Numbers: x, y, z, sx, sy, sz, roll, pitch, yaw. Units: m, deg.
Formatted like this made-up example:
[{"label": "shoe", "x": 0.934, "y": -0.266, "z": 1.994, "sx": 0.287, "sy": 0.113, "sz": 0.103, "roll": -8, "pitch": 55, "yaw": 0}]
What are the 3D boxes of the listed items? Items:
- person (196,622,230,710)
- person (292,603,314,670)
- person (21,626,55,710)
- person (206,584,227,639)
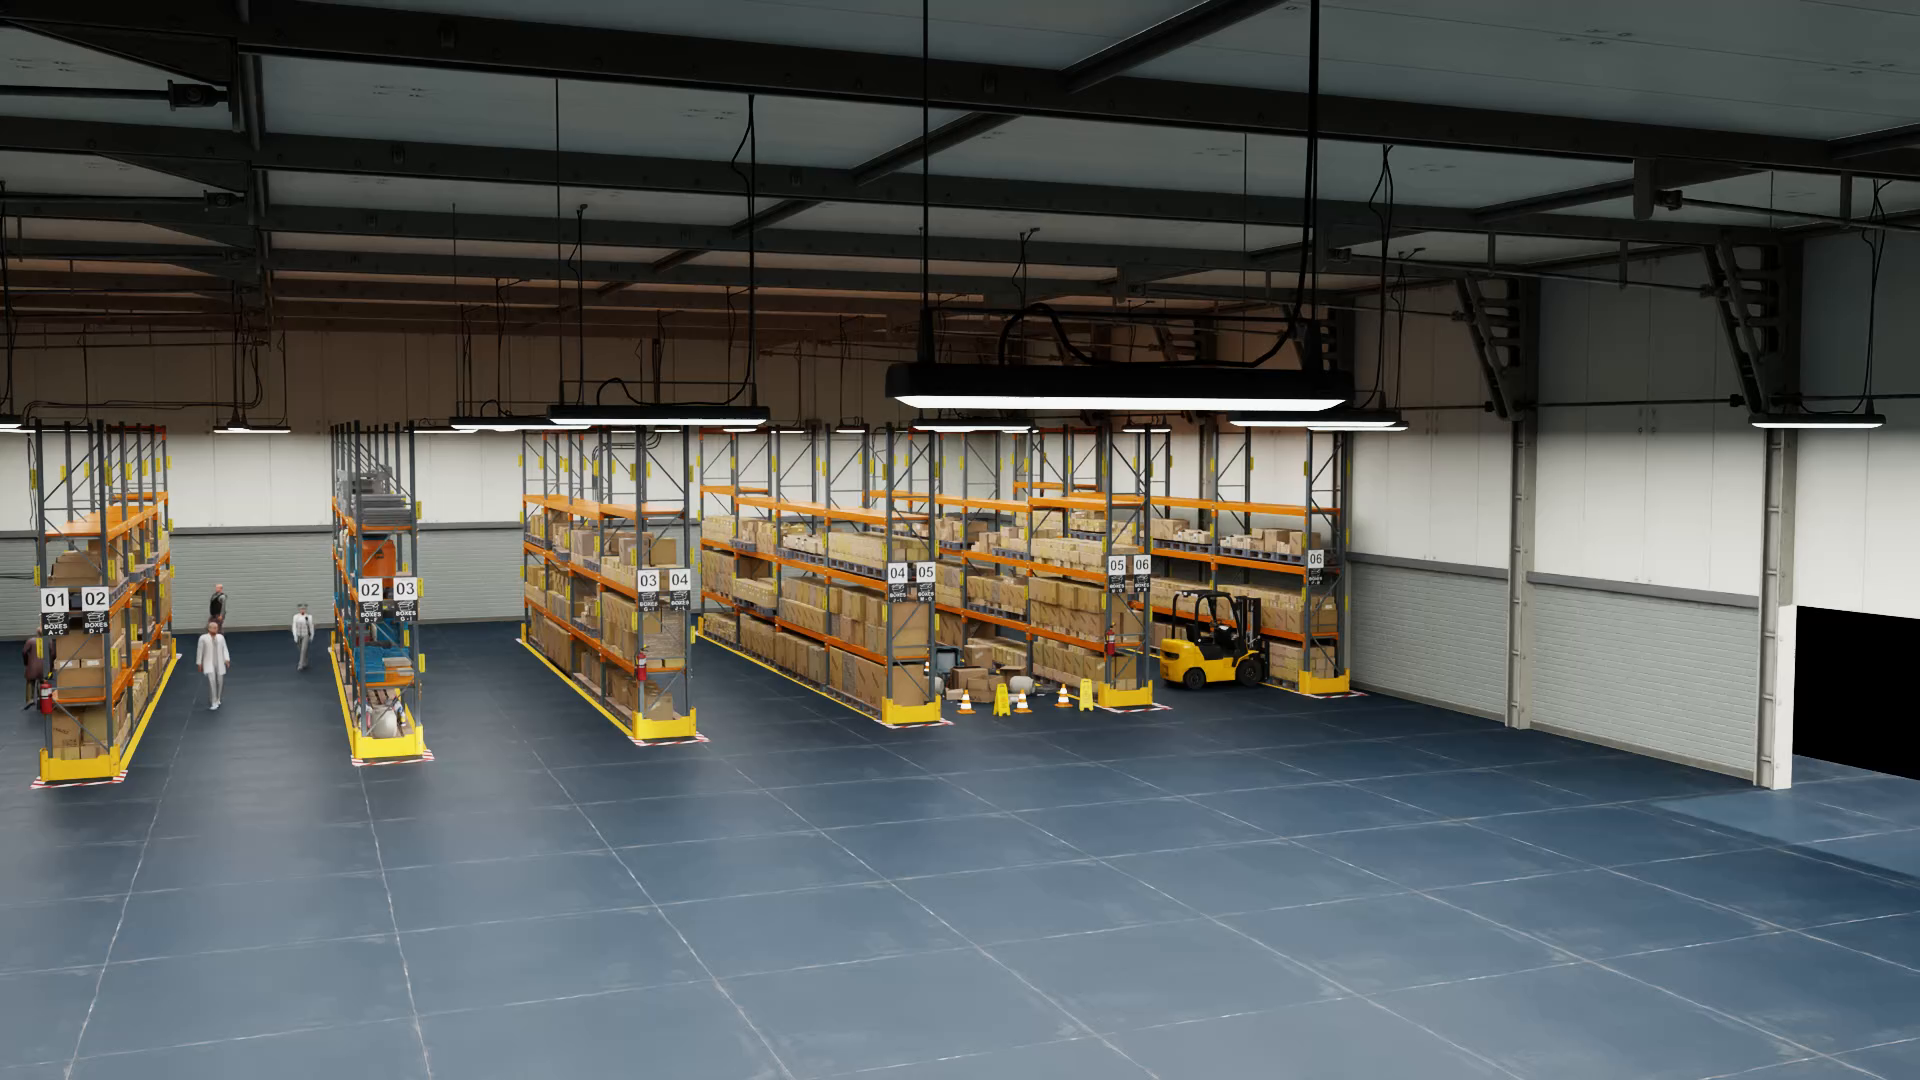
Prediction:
[{"label": "person", "x": -15.753, "y": 2.662, "z": 35.178, "sx": 0.756, "sy": 1.812, "sz": 0.617, "roll": 3, "pitch": 5, "yaw": 44}, {"label": "person", "x": -16.169, "y": 2.354, "z": 40.863, "sx": 0.462, "sy": 1.600, "sz": 1.014, "roll": 0, "pitch": 4, "yaw": -7}, {"label": "person", "x": -19.215, "y": 2.682, "z": 34.673, "sx": 0.631, "sy": 1.752, "sz": 0.703, "roll": -1, "pitch": 4, "yaw": -19}, {"label": "person", "x": -20.070, "y": 2.047, "z": 44.962, "sx": 0.556, "sy": 1.716, "sz": 0.493, "roll": 2, "pitch": 4, "yaw": 34}]
